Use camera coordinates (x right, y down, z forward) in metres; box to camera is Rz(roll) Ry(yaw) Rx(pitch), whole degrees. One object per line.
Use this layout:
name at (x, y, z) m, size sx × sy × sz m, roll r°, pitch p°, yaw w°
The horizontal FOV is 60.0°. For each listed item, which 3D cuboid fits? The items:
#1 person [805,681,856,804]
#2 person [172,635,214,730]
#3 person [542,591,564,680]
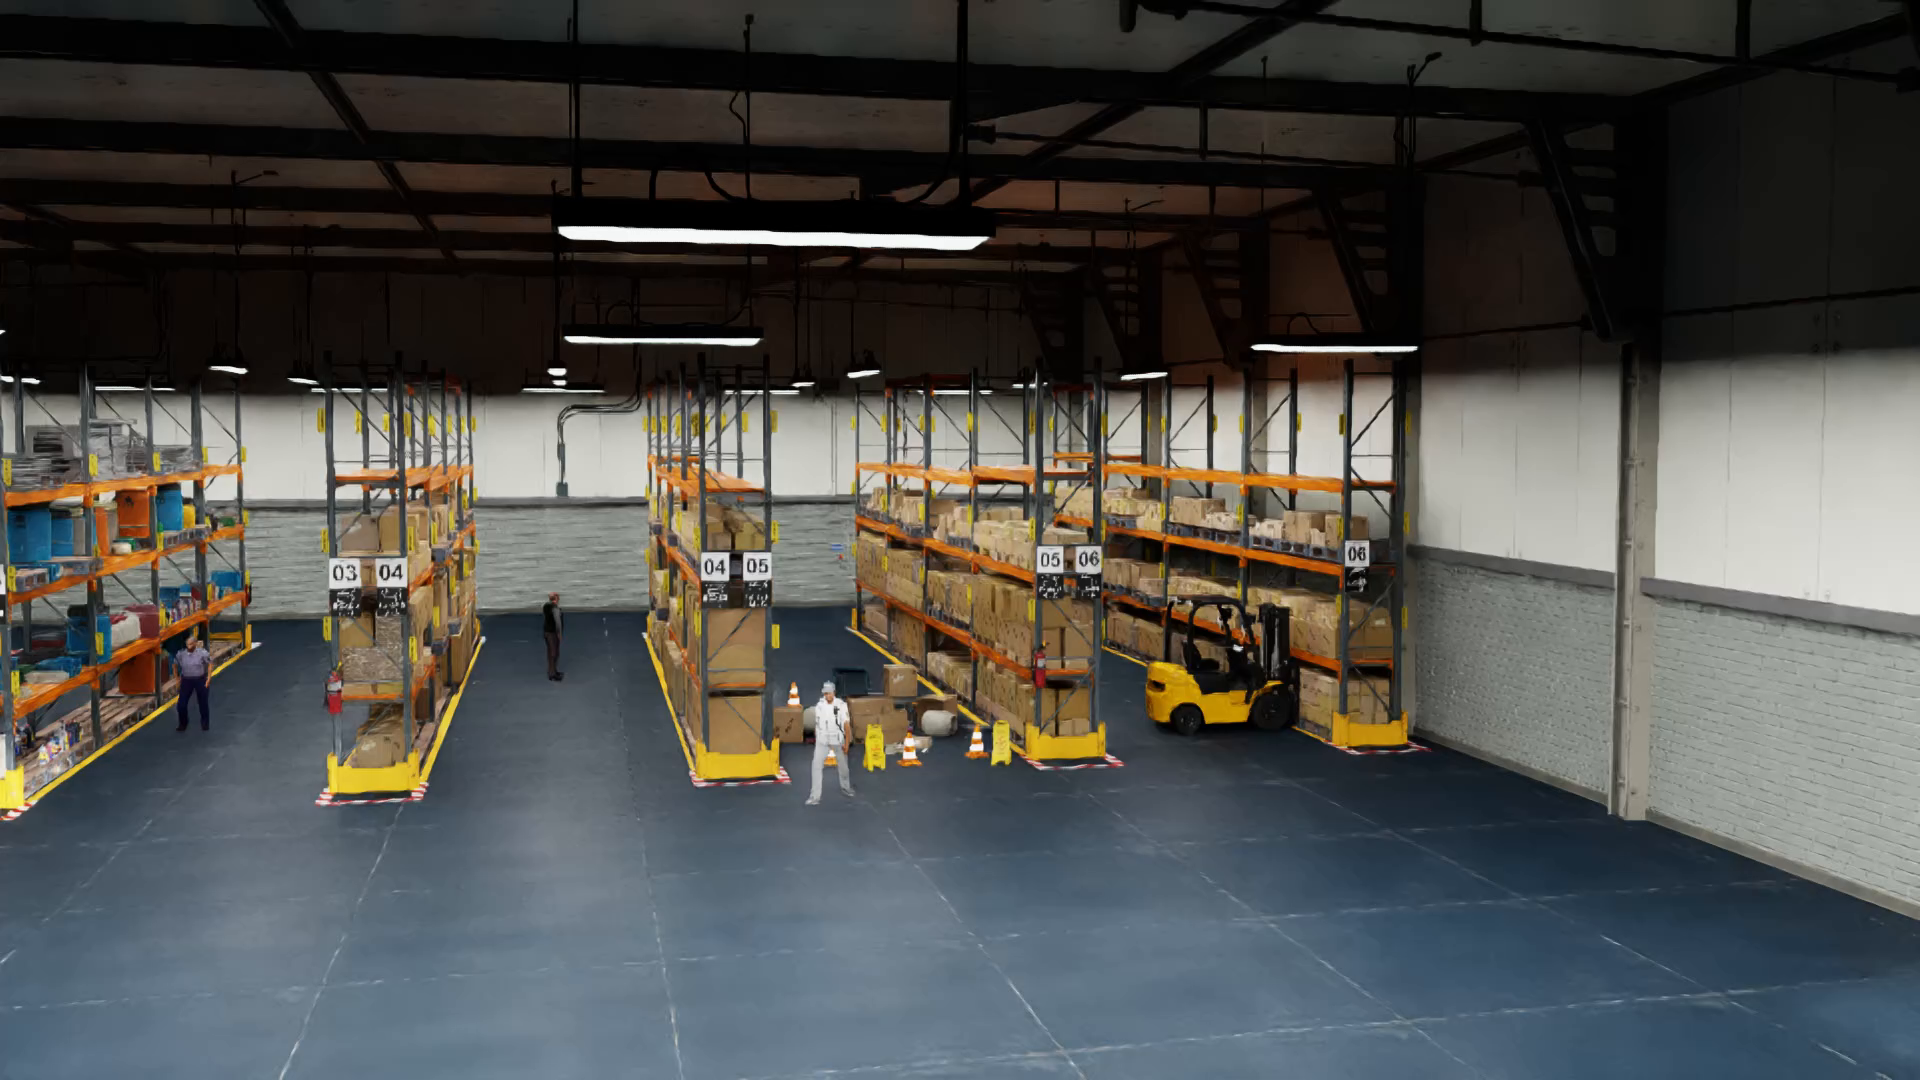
person at (-1.697, 2.652, 22.104) m, size 0.519 × 1.584 × 0.810 m, roll 1°, pitch 4°, yaw 11°
person at (-12.516, 2.332, 27.152) m, size 0.625 × 1.581 × 0.517 m, roll -1°, pitch 4°, yaw -15°
person at (-7.943, 1.853, 32.651) m, size 0.463 × 1.731 × 0.598 m, roll -3°, pitch 5°, yaw -38°
